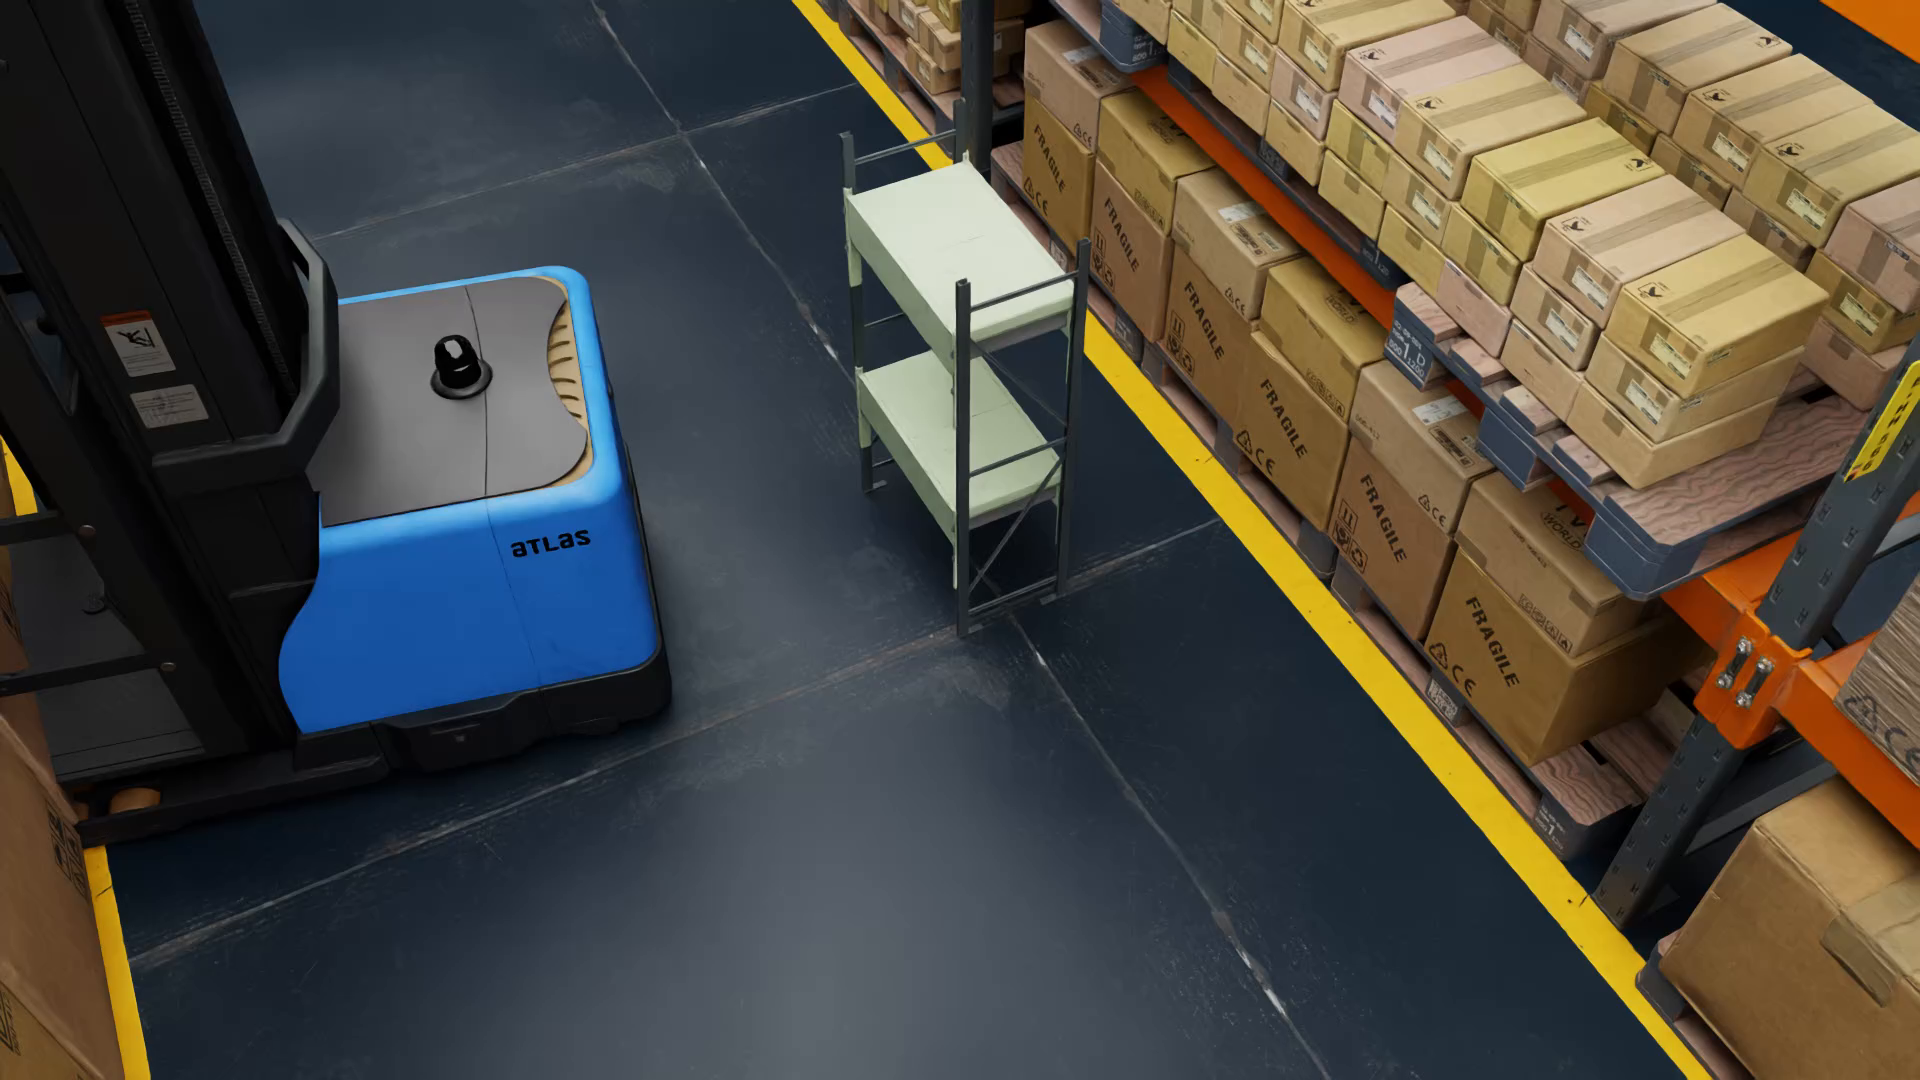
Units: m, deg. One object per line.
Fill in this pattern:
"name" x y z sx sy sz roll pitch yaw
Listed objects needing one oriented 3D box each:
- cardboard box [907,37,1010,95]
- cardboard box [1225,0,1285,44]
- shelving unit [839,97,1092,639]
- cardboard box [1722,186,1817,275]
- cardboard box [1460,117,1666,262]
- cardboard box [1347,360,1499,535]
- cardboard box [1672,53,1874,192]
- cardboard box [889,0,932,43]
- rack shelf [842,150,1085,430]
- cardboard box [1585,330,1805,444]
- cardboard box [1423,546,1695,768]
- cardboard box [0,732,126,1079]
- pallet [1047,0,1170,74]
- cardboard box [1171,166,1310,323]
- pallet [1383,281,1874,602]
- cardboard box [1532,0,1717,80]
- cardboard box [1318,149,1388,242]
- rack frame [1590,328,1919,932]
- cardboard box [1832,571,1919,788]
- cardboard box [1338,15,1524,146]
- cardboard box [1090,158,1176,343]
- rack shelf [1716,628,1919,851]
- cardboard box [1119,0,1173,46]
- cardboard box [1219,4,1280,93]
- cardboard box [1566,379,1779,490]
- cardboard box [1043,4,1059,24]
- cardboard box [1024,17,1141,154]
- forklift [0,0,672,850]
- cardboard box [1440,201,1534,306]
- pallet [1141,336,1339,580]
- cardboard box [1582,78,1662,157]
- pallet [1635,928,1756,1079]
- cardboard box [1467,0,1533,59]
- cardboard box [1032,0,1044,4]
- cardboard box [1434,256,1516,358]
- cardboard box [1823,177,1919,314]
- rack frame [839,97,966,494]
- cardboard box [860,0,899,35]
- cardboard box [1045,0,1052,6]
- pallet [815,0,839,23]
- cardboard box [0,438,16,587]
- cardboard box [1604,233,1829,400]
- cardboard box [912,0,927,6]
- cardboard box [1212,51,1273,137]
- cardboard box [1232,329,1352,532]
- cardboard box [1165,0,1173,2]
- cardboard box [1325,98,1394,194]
"cardboard box" -0.007 -2.099 7.208 0.380 0.149 0.250 -21 52 -17
"cardboard box" 0.966 -1.540 4.597 0.380 0.149 0.250 -20 52 -16
"shelving unit" 0.003 -0.489 5.182 0.431 1.500 0.755 -21 52 -18
"cardboard box" 2.137 -0.804 4.151 0.380 0.149 0.250 -19 51 -16
"cardboard box" 1.441 -0.843 3.987 0.380 0.149 0.250 -20 52 -16
"cardboard box" 1.519 -0.341 4.939 0.500 0.250 0.500 -20 52 -17
"cardboard box" 2.033 -1.050 4.168 0.380 0.149 0.250 -21 52 -18
"cardboard box" -0.086 -2.330 7.213 0.380 0.149 0.250 -23 53 -19
"rack shelf" 0.003 -0.746 4.888 0.431 0.370 0.720 -21 52 -18
"cardboard box" 1.675 -0.405 3.802 0.380 0.149 0.250 -20 52 -17
"cardboard box" 1.772 0.257 4.914 0.500 0.500 0.500 -21 52 -18
"cardboard box" -2.849 1.056 3.966 1.225 0.875 0.875 -21 52 -17
"pallet" 0.696 -2.130 5.747 1.003 0.211 1.213 -21 52 -18
"cardboard box" 1.054 -1.033 5.544 0.500 0.250 0.500 -19 52 -16
"pallet" 1.885 -0.455 4.282 1.213 0.211 1.003 -21 52 -18
"cardboard box" 1.787 -1.407 4.481 0.380 0.149 0.250 -19 51 -16
"cardboard box" 1.206 -0.991 4.512 0.380 0.149 0.250 -23 53 -19
"rack frame" 2.306 -0.077 3.825 1.000 3.000 0.127 -21 52 -18
"cardboard box" 2.271 0.283 3.443 0.500 0.500 0.500 -21 52 -17
"cardboard box" 1.211 -1.184 4.285 0.380 0.149 0.250 -21 52 -18
"cardboard box" 0.821 -1.131 6.128 0.500 0.500 0.500 -19 52 -16
"rack shelf" 3.221 1.498 2.925 1.077 0.370 4.000 -21 52 -18
"cardboard box" 0.721 -1.697 5.130 0.380 0.149 0.250 -23 53 -19
"cardboard box" 0.964 -1.440 4.707 0.380 0.149 0.250 -22 52 -18
"cardboard box" 1.672 -0.305 3.912 0.380 0.149 0.250 -20 52 -17
"cardboard box" 0.595 -2.309 7.391 0.380 0.149 0.250 -23 53 -19
"cardboard box" 0.579 -1.731 6.155 0.500 0.250 0.500 -23 53 -19
"forklift" -2.482 -0.481 4.223 3.031 2.935 1.130 -11 50 -10
"cardboard box" 1.429 -0.758 4.110 0.380 0.149 0.250 -20 52 -17
"pallet" 1.395 -0.498 6.046 1.003 0.211 1.213 -21 52 -18
"cardboard box" 1.897 -1.151 4.454 0.380 0.149 0.250 -21 52 -17
"pallet" 2.600 1.394 4.390 1.003 0.211 1.213 -21 52 -18
"cardboard box" 1.673 -1.485 4.746 0.380 0.149 0.250 -22 52 -18
"cardboard box" 0.399 -2.544 7.399 0.380 0.149 0.250 -21 52 -17
"cardboard box" 1.441 -0.644 4.208 0.380 0.149 0.250 -20 52 -17
"cardboard box" 2.265 -0.708 3.869 0.380 0.149 0.250 -21 52 -17
"rack frame" -0.164 -0.734 5.396 0.400 1.500 0.023 -21 52 -18
"cardboard box" -0.230 -2.457 7.521 0.380 0.149 0.250 -23 53 -19
"cardboard box" 0.502 -2.452 7.122 0.380 0.149 0.250 -19 52 -16
"pallet" -0.425 -3.091 8.314 1.003 0.211 1.213 -21 52 -18
"cardboard box" -3.670 -0.131 5.004 1.225 0.875 0.875 -21 52 -17
"cardboard box" 1.674 -0.499 3.686 0.380 0.149 0.250 -23 53 -19
"cardboard box" -0.071 -2.456 7.125 0.380 0.149 0.250 -21 52 -17
"cardboard box" 0.962 -1.346 4.823 0.380 0.149 0.250 -23 53 -19
"cardboard box" 1.282 -0.440 5.524 0.500 0.500 0.500 -23 53 -19
"cardboard box" 0.731 -1.787 5.011 0.380 0.149 0.250 -19 52 -16
"cardboard box" 1.203 -1.093 4.404 0.380 0.149 0.250 -21 52 -18
